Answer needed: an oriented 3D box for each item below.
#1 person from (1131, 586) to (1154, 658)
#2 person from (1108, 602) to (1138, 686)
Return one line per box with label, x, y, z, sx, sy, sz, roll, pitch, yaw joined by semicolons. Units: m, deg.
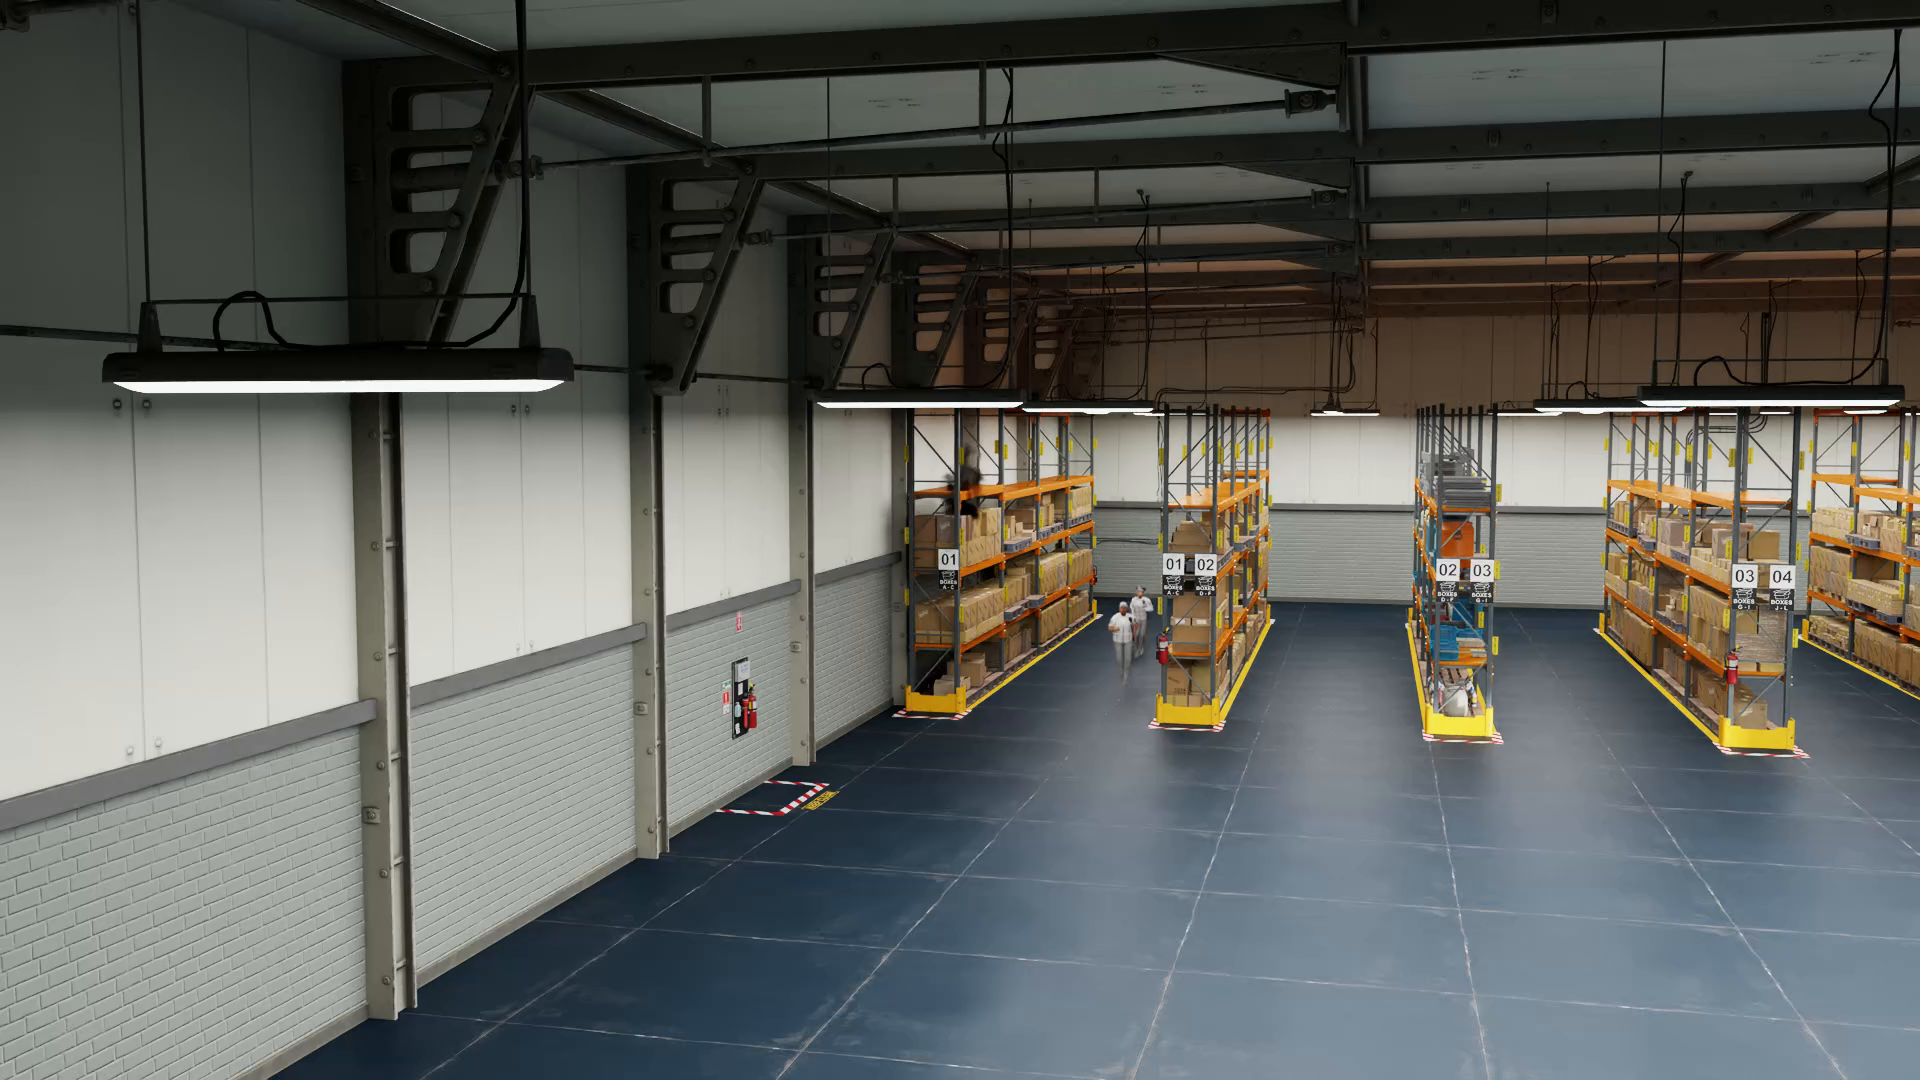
person;4.384;1.967;40.107;0.584;1.754;0.776;1;4;12
person;3.326;2.119;33.956;0.602;1.718;0.849;0;4;7
